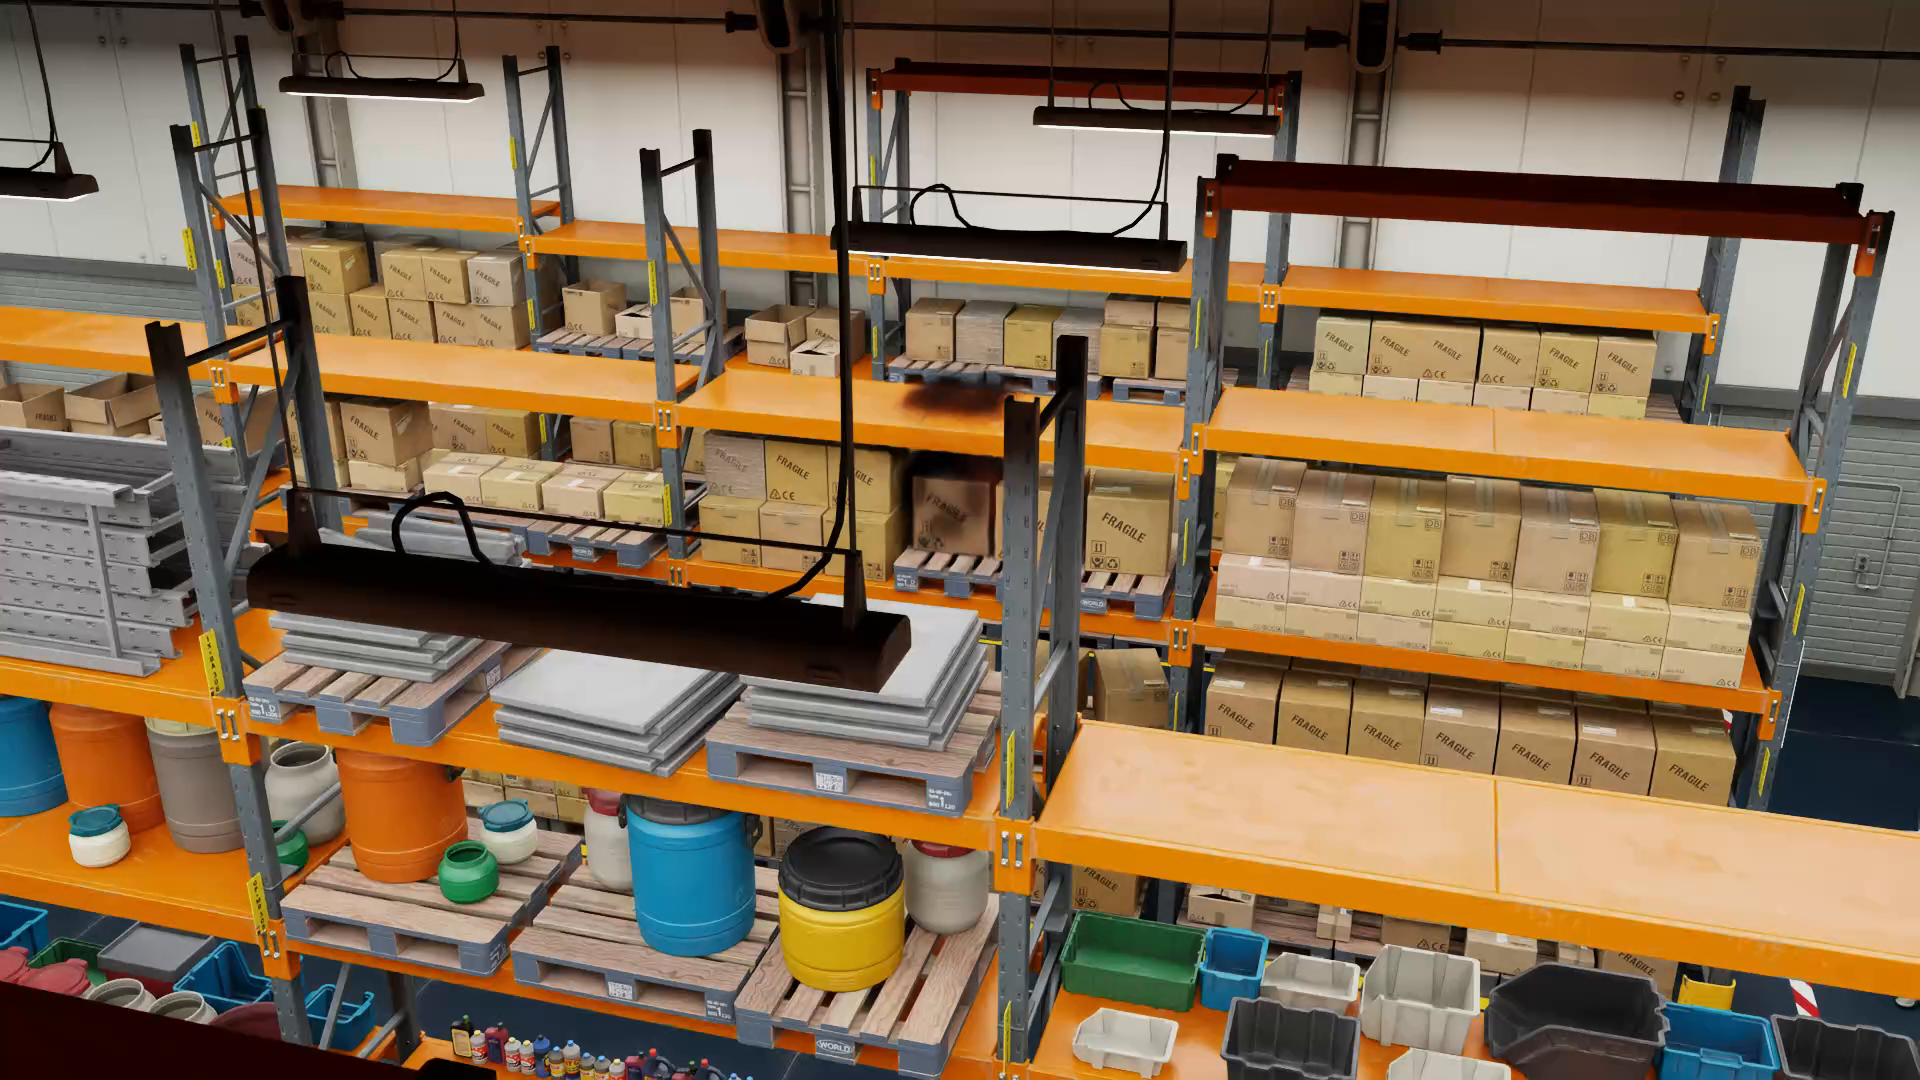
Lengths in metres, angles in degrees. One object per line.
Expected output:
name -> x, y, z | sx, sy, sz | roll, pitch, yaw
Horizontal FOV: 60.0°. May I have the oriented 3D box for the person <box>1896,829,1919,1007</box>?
person -> 7.225, 2.590, 12.360 | 0.517, 1.650, 0.792 | 17, 28, 35
